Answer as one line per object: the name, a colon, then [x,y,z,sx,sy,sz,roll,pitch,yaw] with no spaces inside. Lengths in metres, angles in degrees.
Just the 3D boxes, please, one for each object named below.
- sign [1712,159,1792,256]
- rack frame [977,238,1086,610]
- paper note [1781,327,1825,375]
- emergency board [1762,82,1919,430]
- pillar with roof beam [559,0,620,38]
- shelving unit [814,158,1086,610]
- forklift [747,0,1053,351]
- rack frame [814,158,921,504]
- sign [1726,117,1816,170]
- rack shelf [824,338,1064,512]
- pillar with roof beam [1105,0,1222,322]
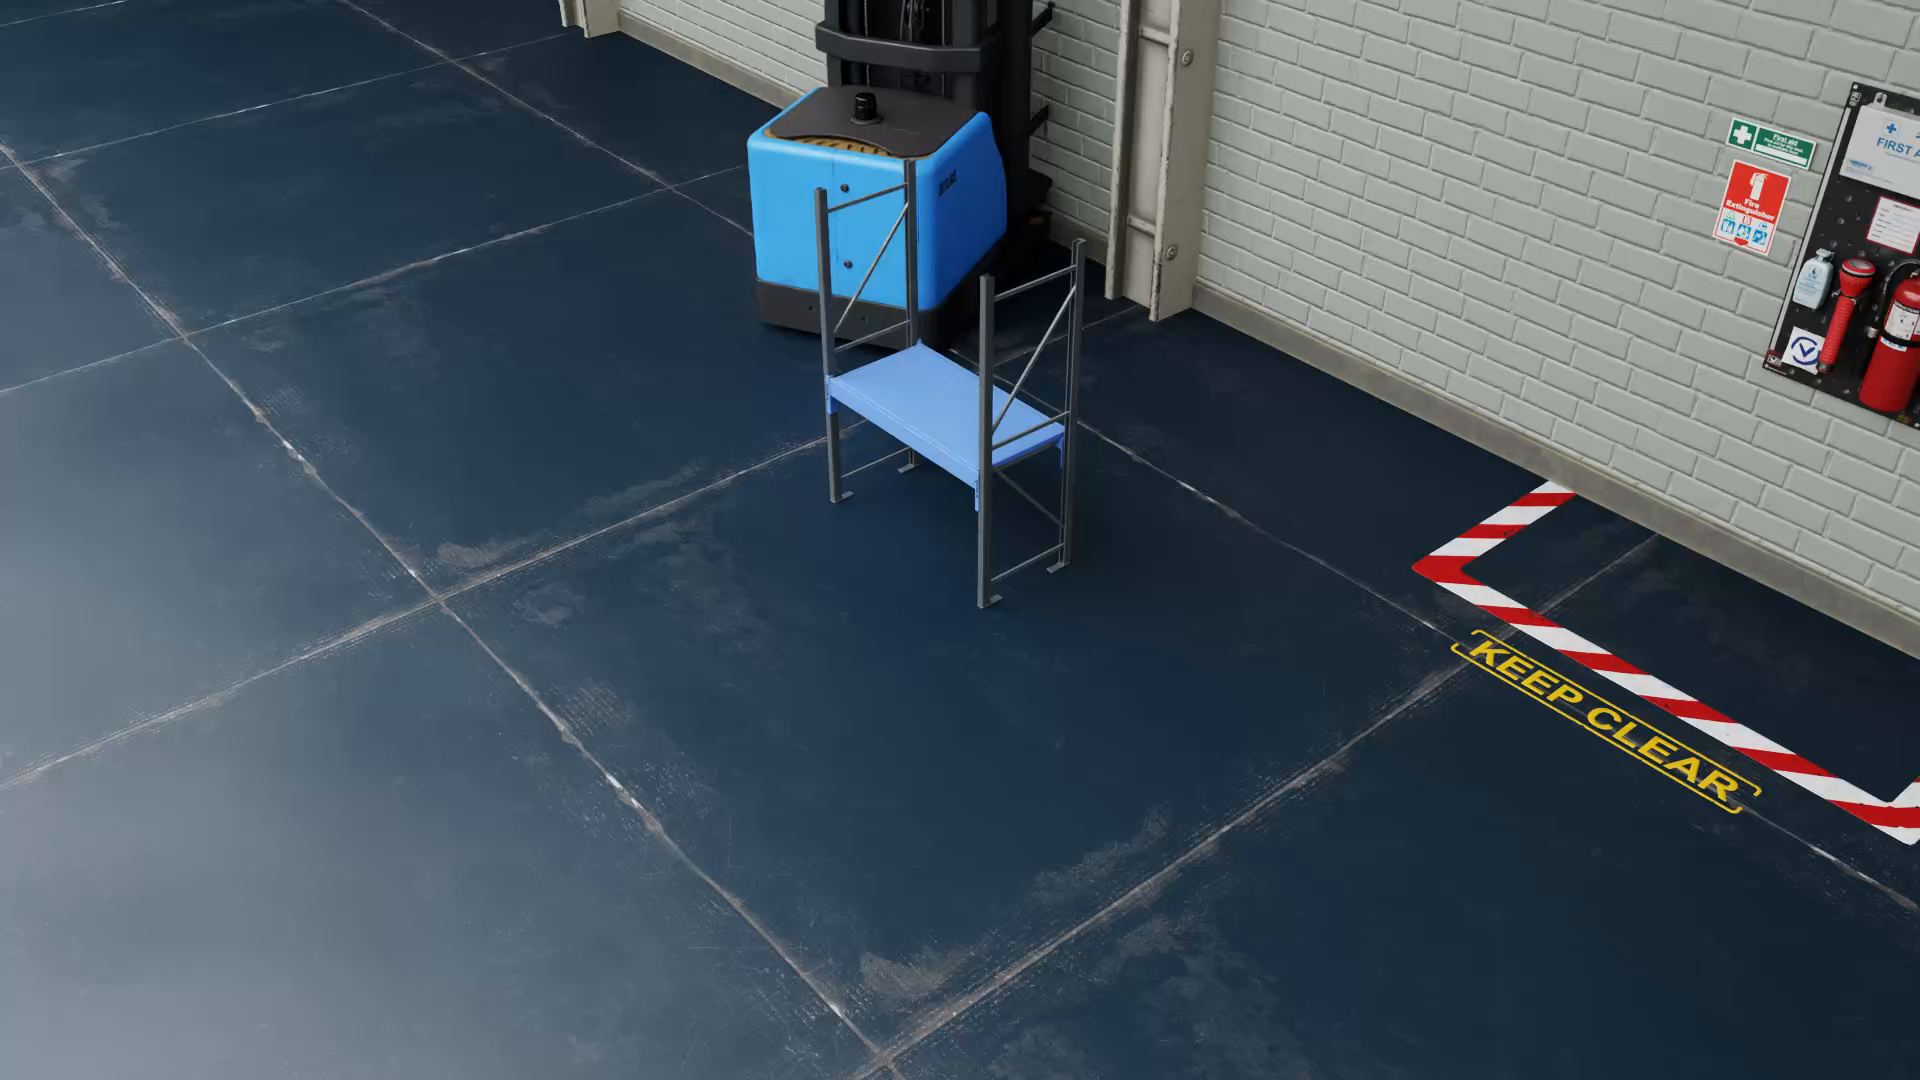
sign: [3.064,-1.288,6.442,0.001,0.329,0.234,-26,43,-32]
rack frame: [0.273,-0.425,6.553,0.500,1.500,0.032,-26,43,-32]
paper note: [3.281,-0.735,6.455,0.016,0.148,0.142,-26,43,-32]
emergency board: [3.342,-0.991,6.053,0.194,1.169,0.643,-26,43,-32]
pillar with roof beam: [-6.125,-6.026,7.973,9.100,9.000,0.400,-26,43,-32]
shelving unit: [-0.055,-0.650,6.870,0.538,1.500,1.048,-26,43,-32]
forklift: [-0.048,-2.991,8.938,1.130,2.935,3.031,13,37,18]
rack frame: [-0.383,-0.874,7.187,0.500,1.500,0.032,-26,43,-32]
sign: [3.060,-1.499,6.281,0.001,0.109,0.331,-26,43,-32]
rack shelf: [-0.055,-0.503,6.974,0.538,0.185,1.000,-26,43,-32]
pillar with roof beam: [-2.253,-3.377,4.232,9.100,9.000,0.400,-26,43,-32]
